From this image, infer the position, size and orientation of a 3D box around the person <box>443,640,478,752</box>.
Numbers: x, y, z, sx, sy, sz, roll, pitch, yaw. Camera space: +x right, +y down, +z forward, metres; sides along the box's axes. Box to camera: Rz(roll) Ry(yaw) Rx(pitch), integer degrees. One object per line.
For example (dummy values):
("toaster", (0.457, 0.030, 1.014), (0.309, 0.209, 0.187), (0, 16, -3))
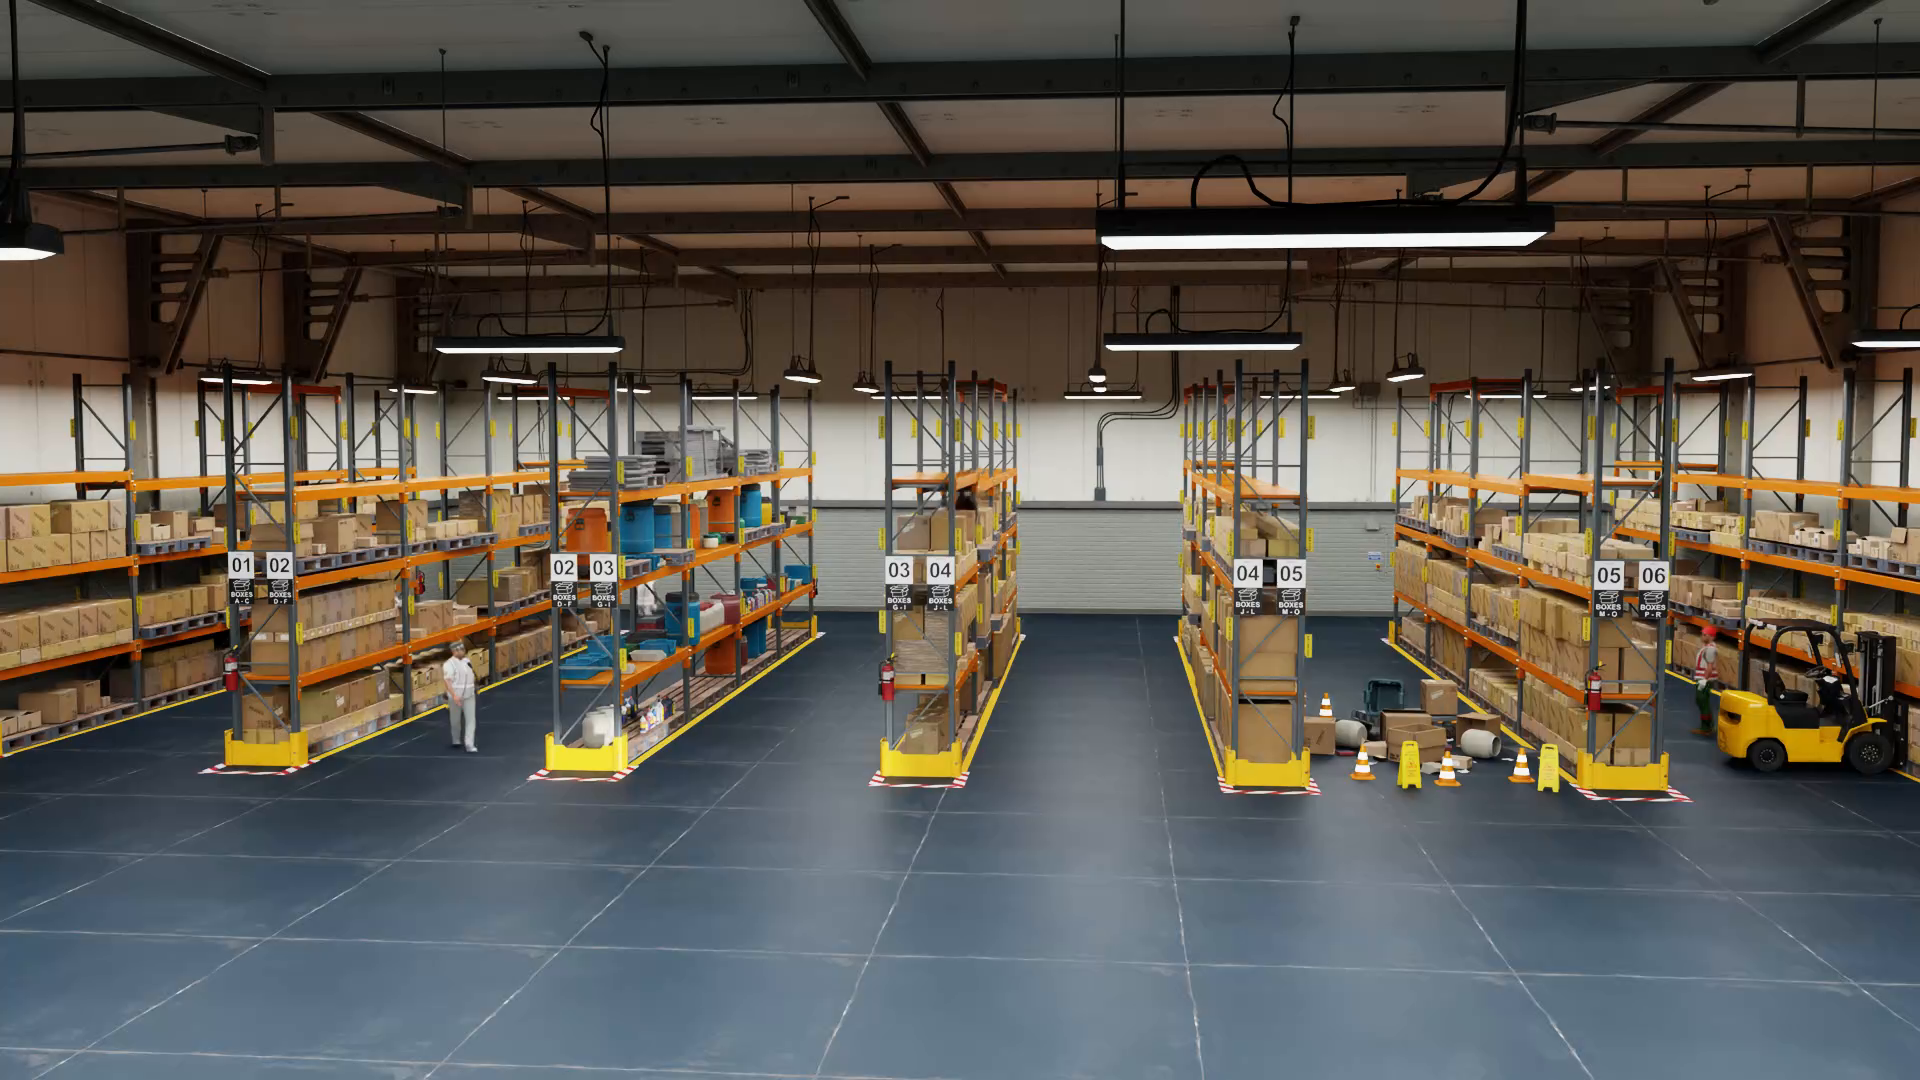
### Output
("person", (-7.803, 2.424, 25.994), (0.523, 1.731, 1.019), (-1, 4, -20))

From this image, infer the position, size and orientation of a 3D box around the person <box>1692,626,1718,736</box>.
("person", (12.252, 2.326, 27.376), (0.454, 1.816, 0.589), (4, 5, 44))

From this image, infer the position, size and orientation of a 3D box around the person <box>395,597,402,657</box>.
("person", (-12.375, 1.806, 36.192), (0.583, 1.615, 0.951), (1, 4, 9))

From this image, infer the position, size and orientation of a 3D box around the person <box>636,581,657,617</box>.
("person", (-7.501, 1.545, 39.420), (0.531, 1.753, 0.989), (1, 4, 9))
